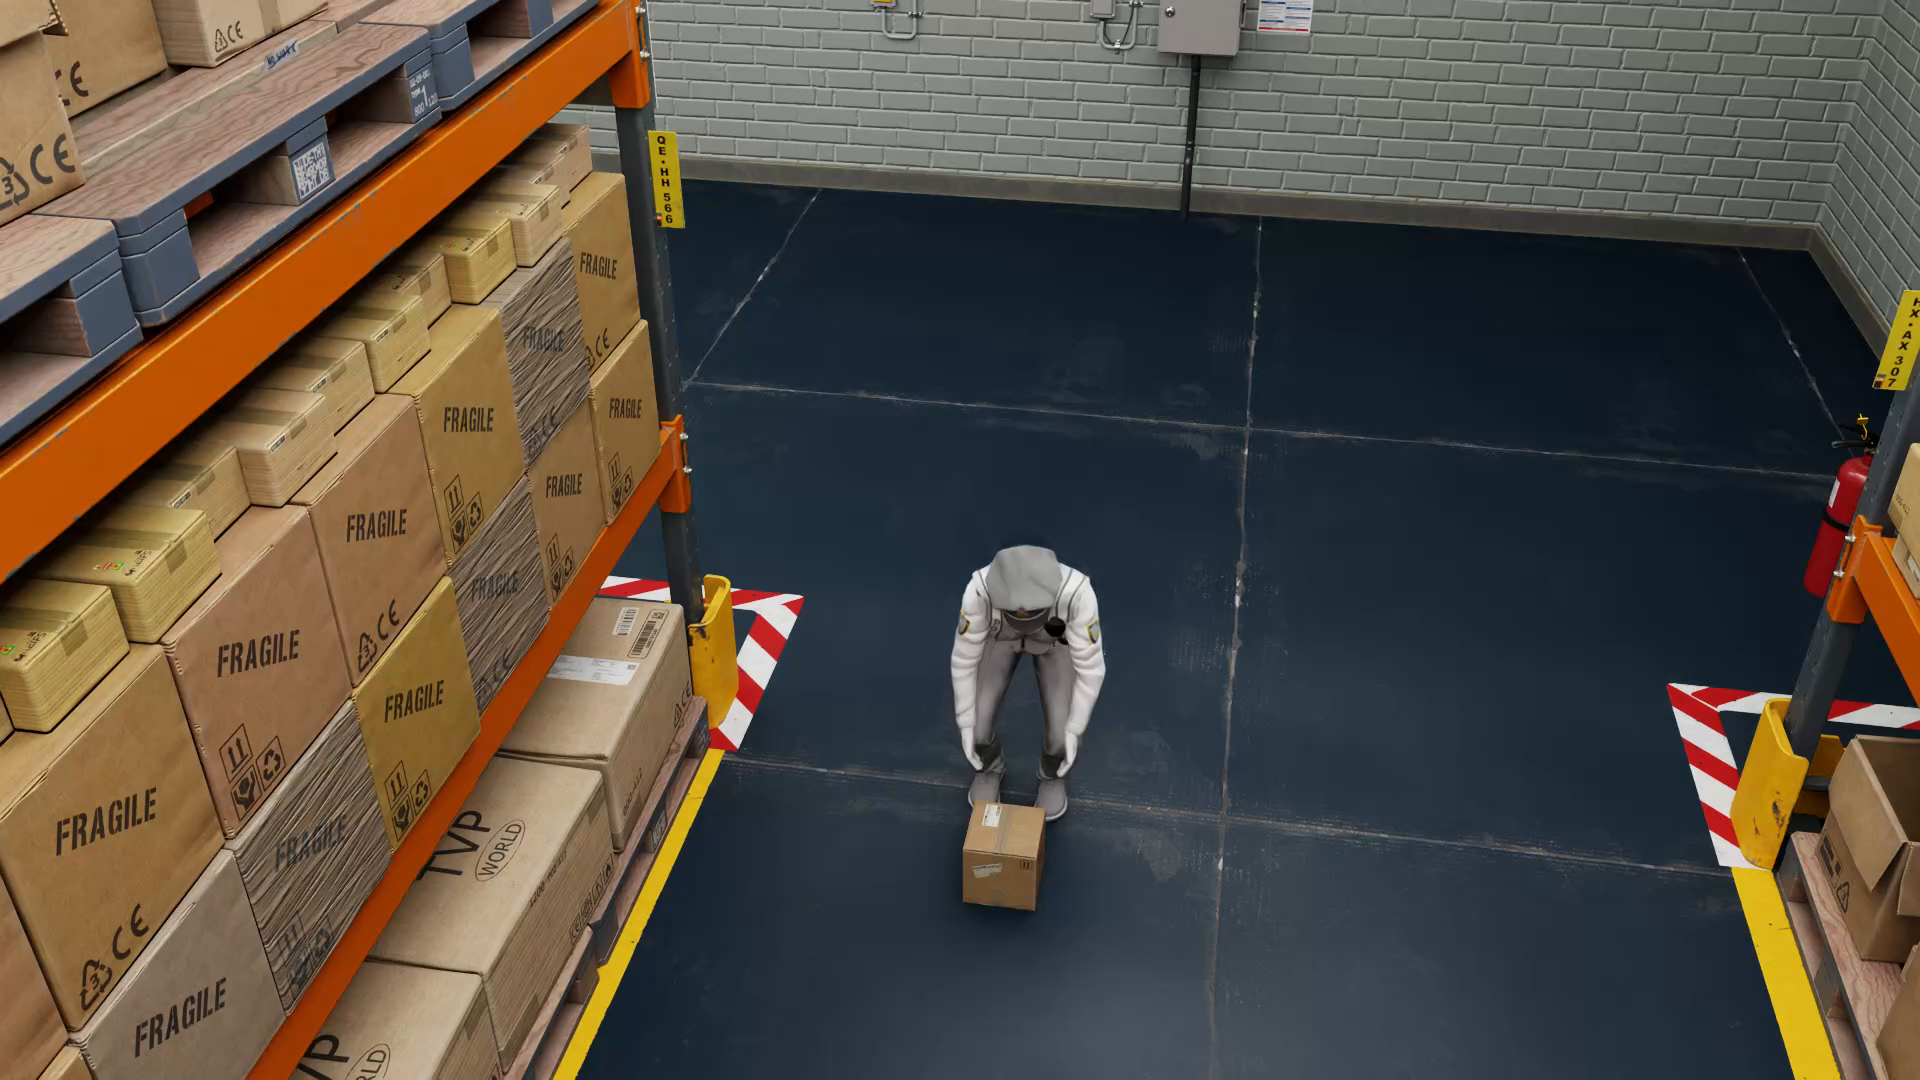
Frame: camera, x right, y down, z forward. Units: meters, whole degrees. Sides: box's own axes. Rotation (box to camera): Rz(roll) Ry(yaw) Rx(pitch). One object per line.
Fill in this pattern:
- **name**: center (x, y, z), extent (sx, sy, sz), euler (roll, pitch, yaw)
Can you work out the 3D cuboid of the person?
- **person**: center (0.245, 0.463, 5.792), extent (0.531, 1.263, 0.765), euler (5, 33, 8)
